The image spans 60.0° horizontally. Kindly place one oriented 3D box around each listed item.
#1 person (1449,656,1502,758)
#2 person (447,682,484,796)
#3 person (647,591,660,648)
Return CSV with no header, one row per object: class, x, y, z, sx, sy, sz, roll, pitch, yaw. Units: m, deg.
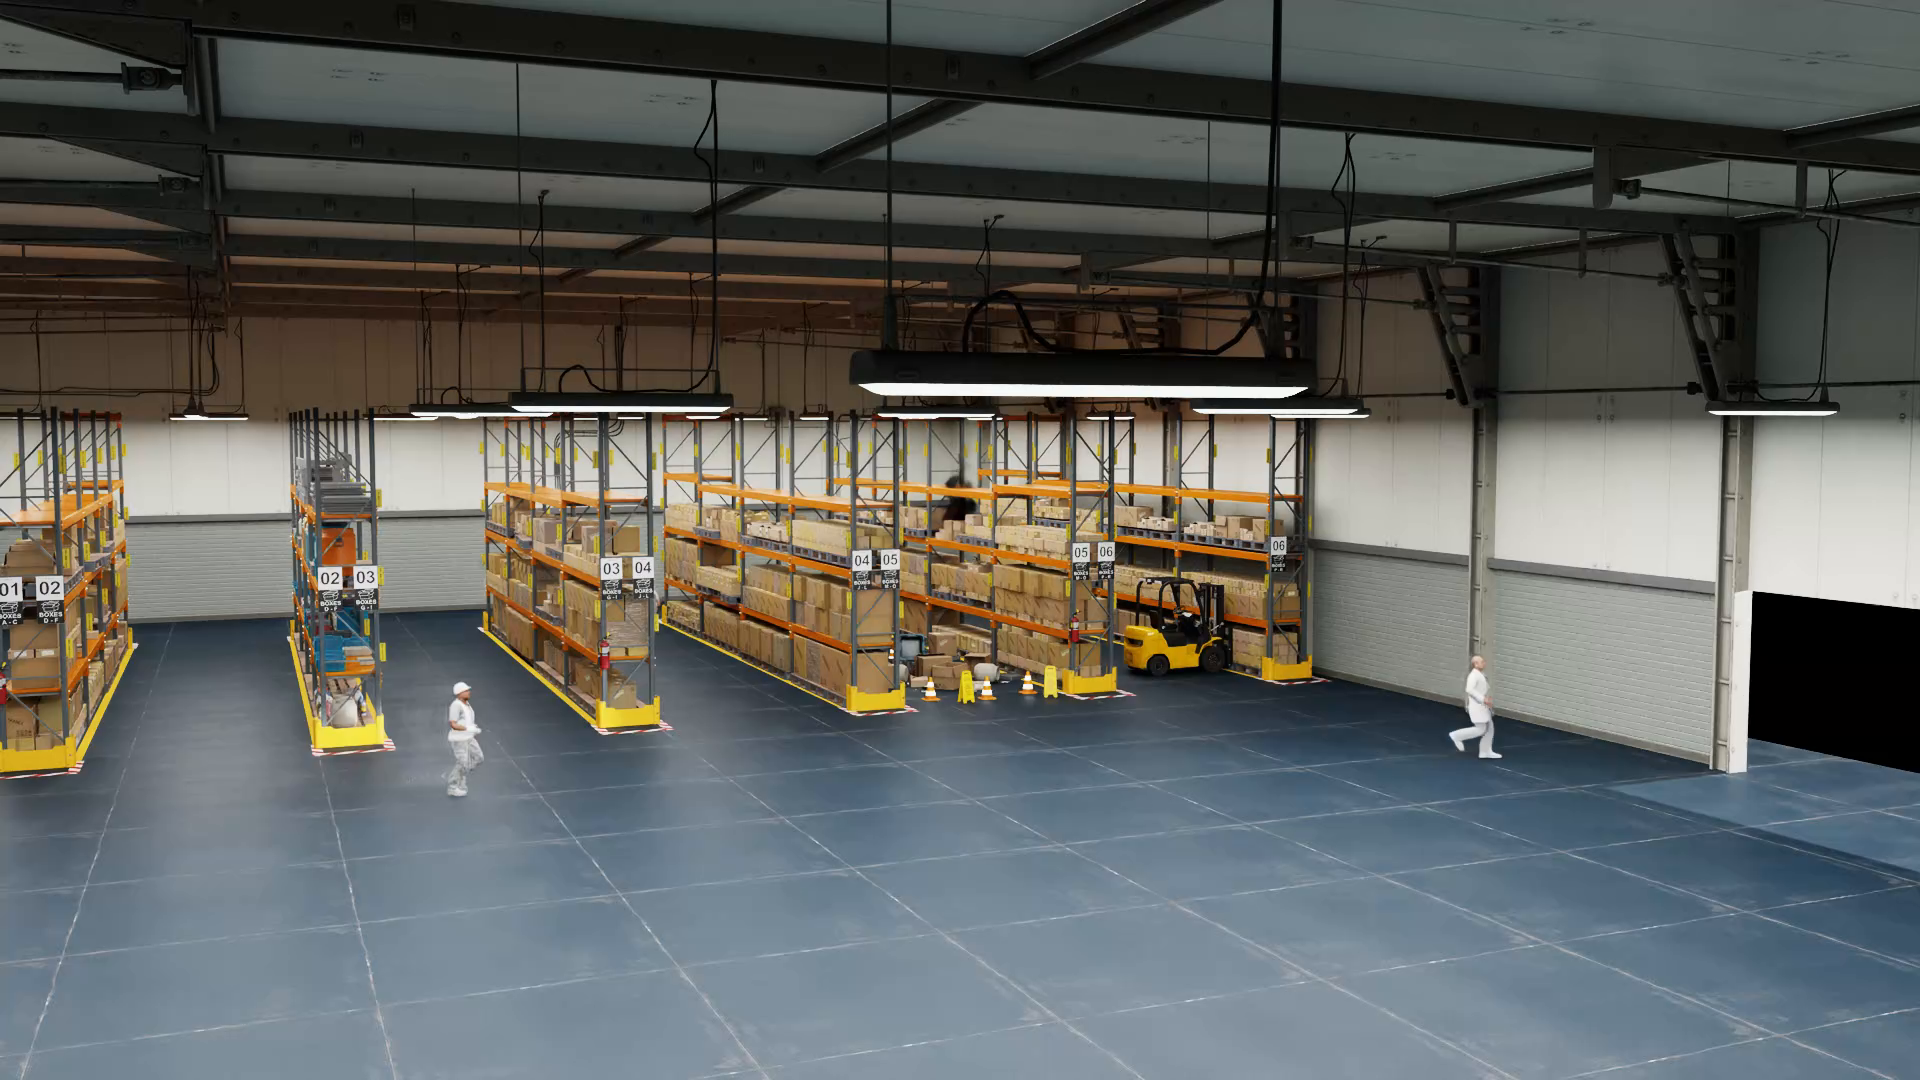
person,8.836,2.852,28.431,0.865,1.745,0.726,2,4,27
person,-7.582,3.017,25.495,0.602,1.680,0.679,0,4,4
person,-7.954,1.880,42.414,0.671,1.740,0.780,-2,5,-31
